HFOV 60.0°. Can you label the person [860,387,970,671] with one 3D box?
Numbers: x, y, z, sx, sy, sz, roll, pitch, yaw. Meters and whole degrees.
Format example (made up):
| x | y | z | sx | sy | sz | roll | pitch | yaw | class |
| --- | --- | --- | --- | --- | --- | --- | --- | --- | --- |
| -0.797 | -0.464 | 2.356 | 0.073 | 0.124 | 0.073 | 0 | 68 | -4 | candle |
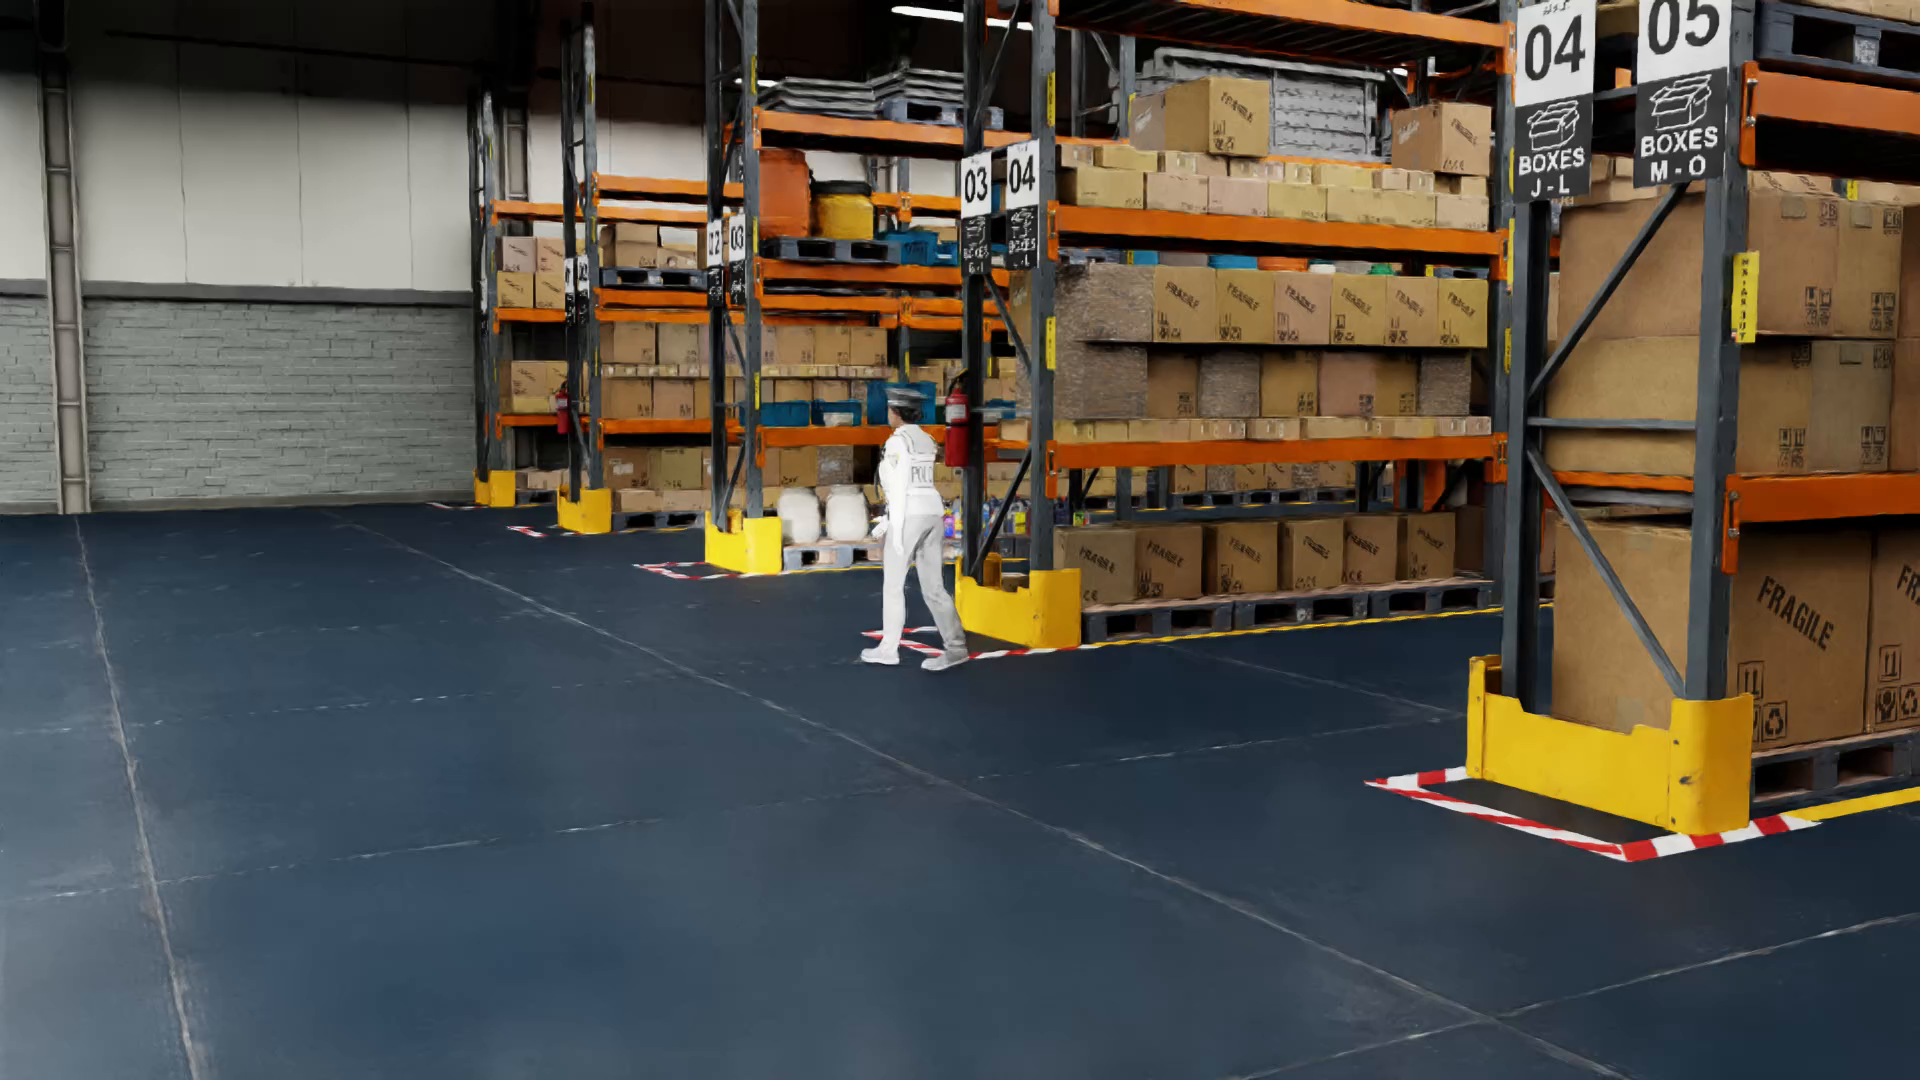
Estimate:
| x | y | z | sx | sy | sz | roll | pitch | yaw | class |
| --- | --- | --- | --- | --- | --- | --- | --- | --- | --- |
| -0.291 | -0.076 | 9.736 | 0.775 | 1.639 | 0.515 | 4 | 7 | 40 | person |
